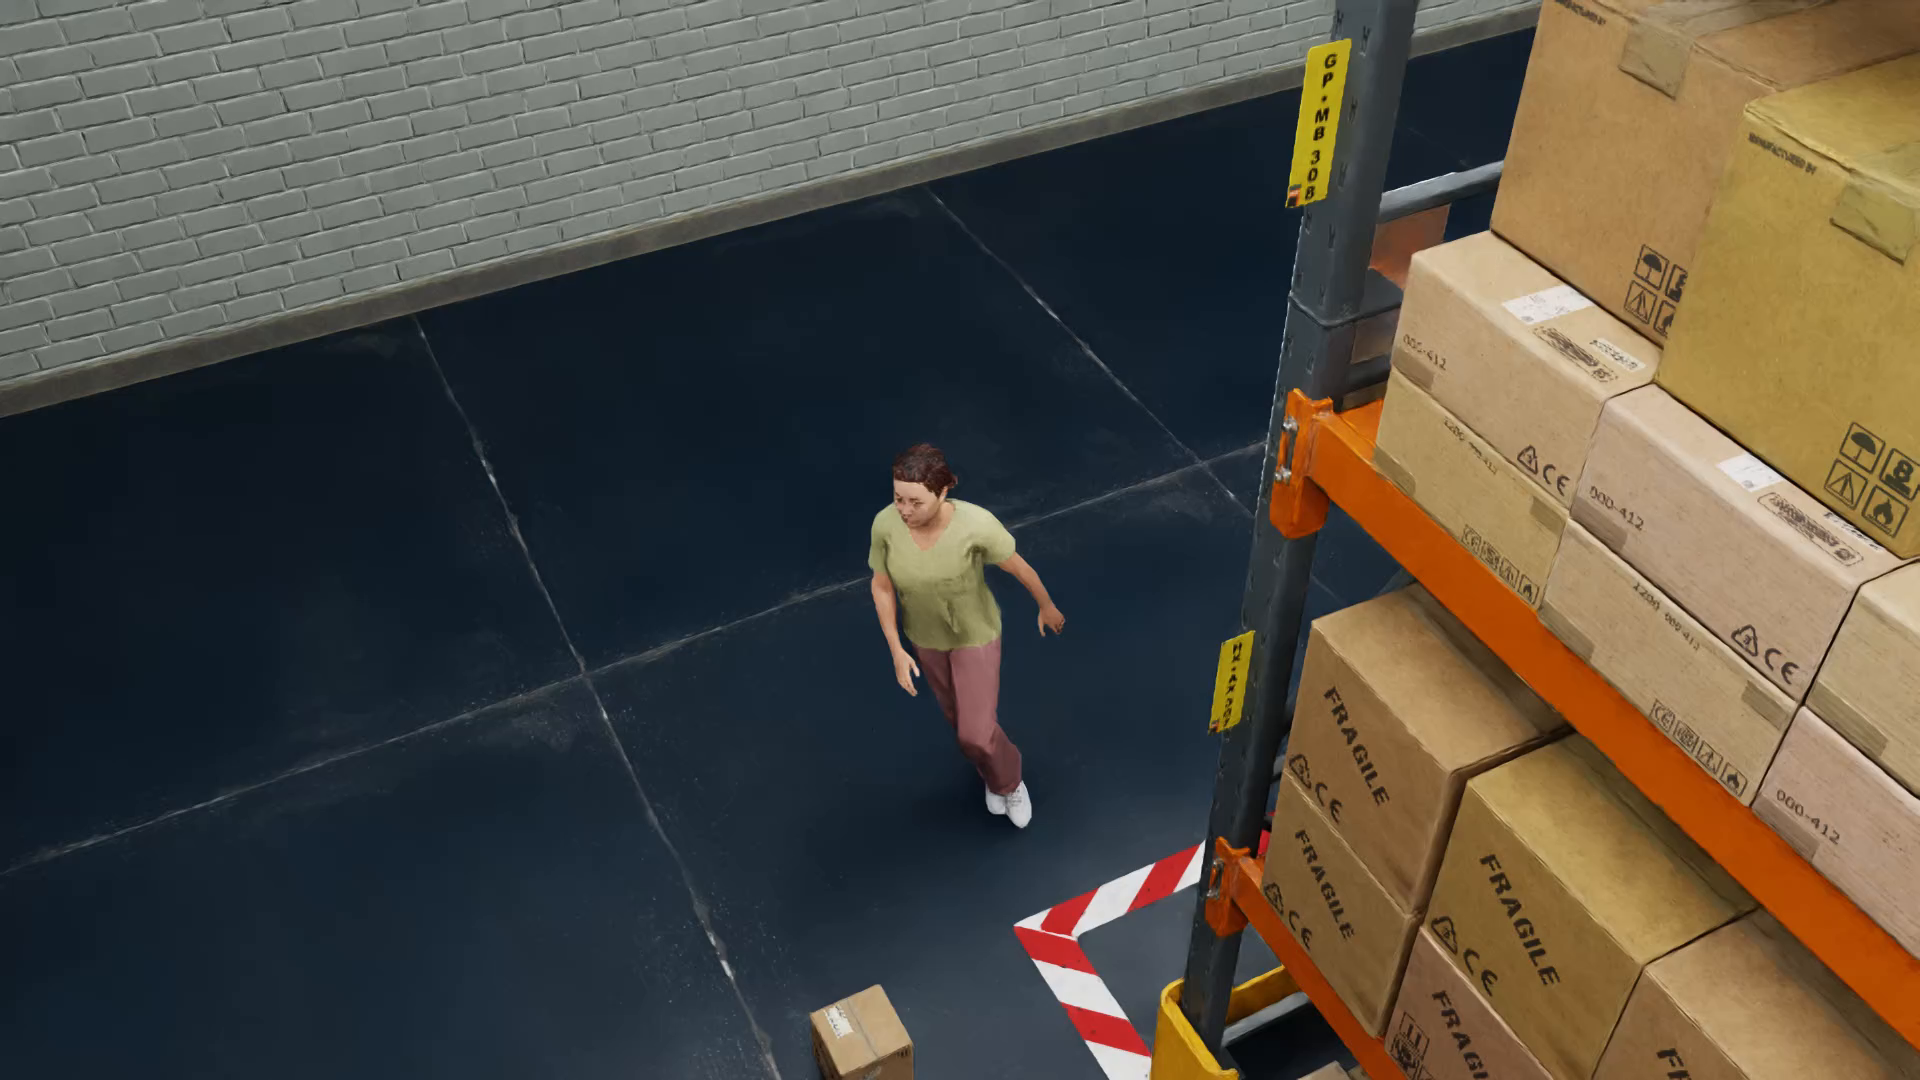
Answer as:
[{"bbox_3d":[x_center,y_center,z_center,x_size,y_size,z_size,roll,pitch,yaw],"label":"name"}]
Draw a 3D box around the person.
[{"bbox_3d":[0.006,0.366,5.733,0.651,1.634,0.478,9,42,10],"label":"person"}]
